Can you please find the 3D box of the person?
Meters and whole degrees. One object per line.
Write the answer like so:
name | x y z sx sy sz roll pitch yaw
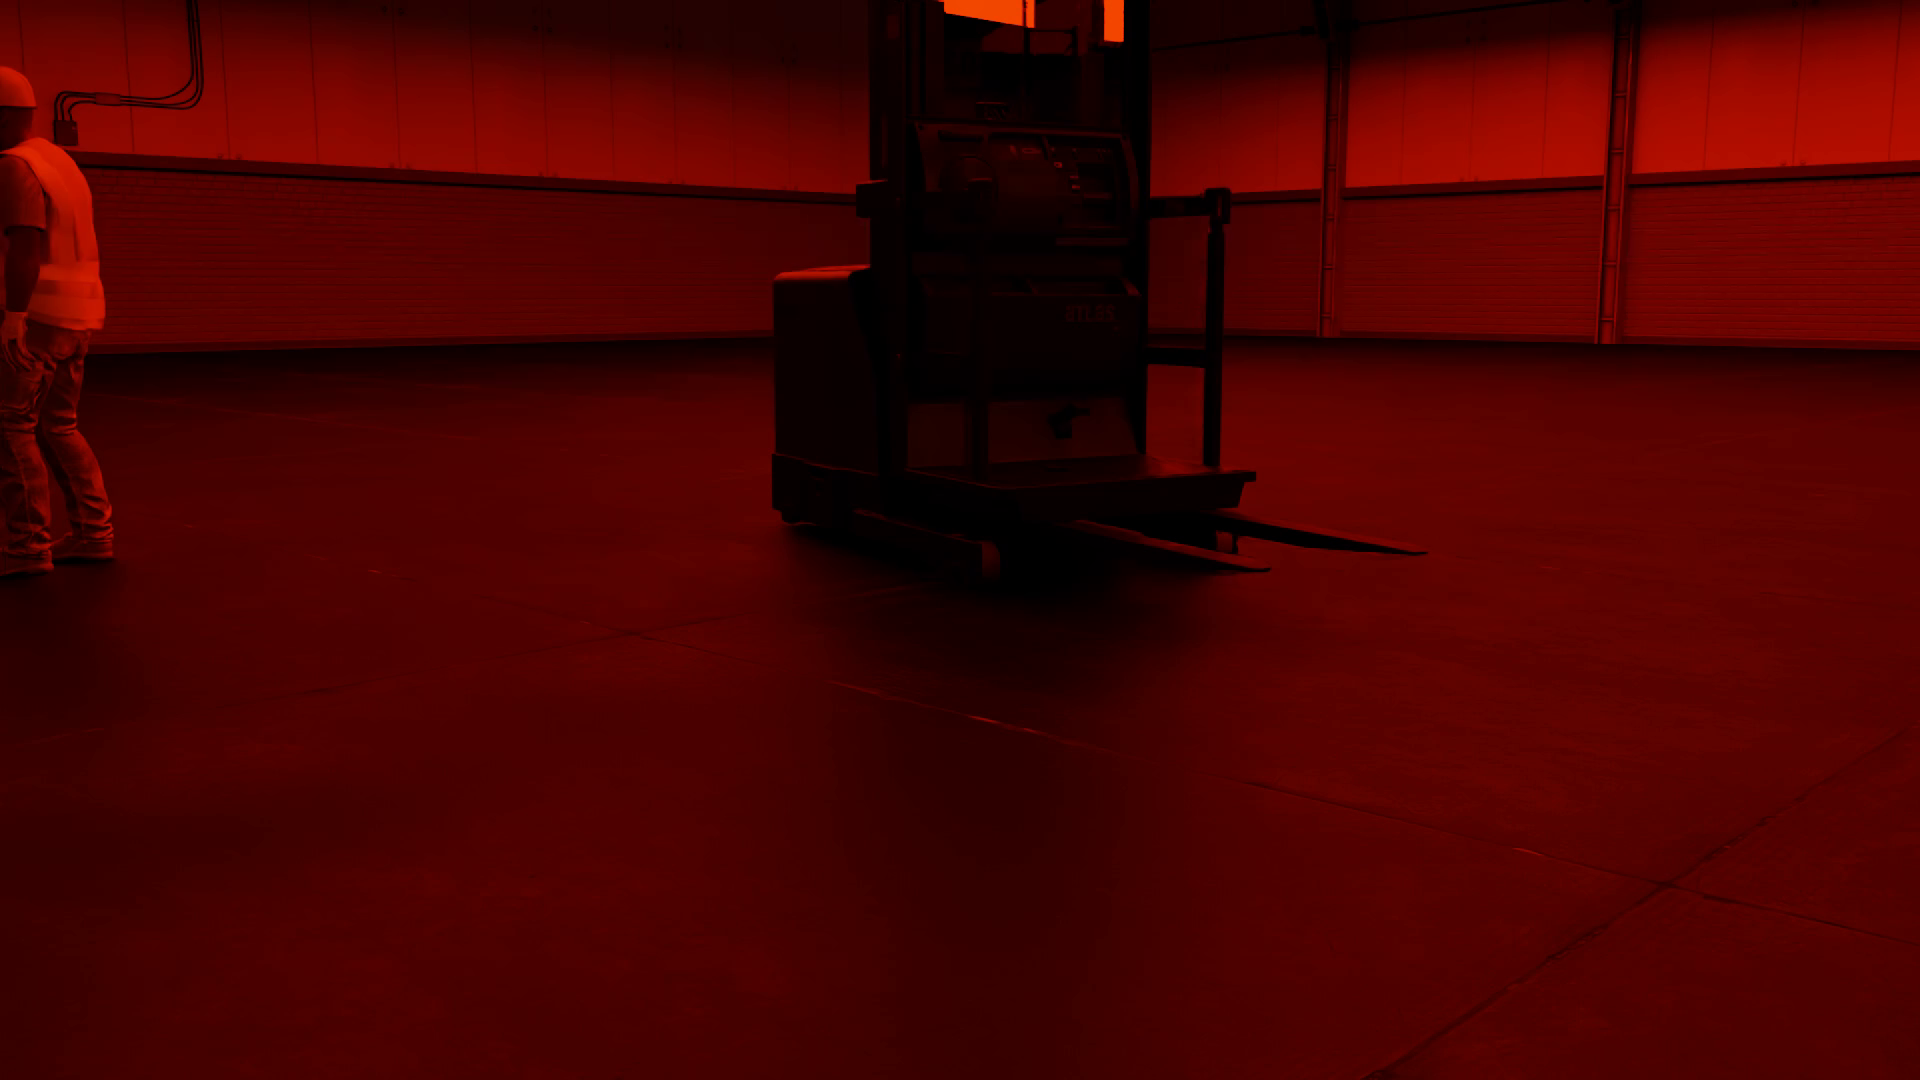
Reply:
person | -3.330 -0.772 5.950 0.462 1.785 0.629 -1 9 -9

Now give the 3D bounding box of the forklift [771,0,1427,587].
forklift | 0.363 -1.365 5.939 1.130 2.935 3.031 -5 10 -29
